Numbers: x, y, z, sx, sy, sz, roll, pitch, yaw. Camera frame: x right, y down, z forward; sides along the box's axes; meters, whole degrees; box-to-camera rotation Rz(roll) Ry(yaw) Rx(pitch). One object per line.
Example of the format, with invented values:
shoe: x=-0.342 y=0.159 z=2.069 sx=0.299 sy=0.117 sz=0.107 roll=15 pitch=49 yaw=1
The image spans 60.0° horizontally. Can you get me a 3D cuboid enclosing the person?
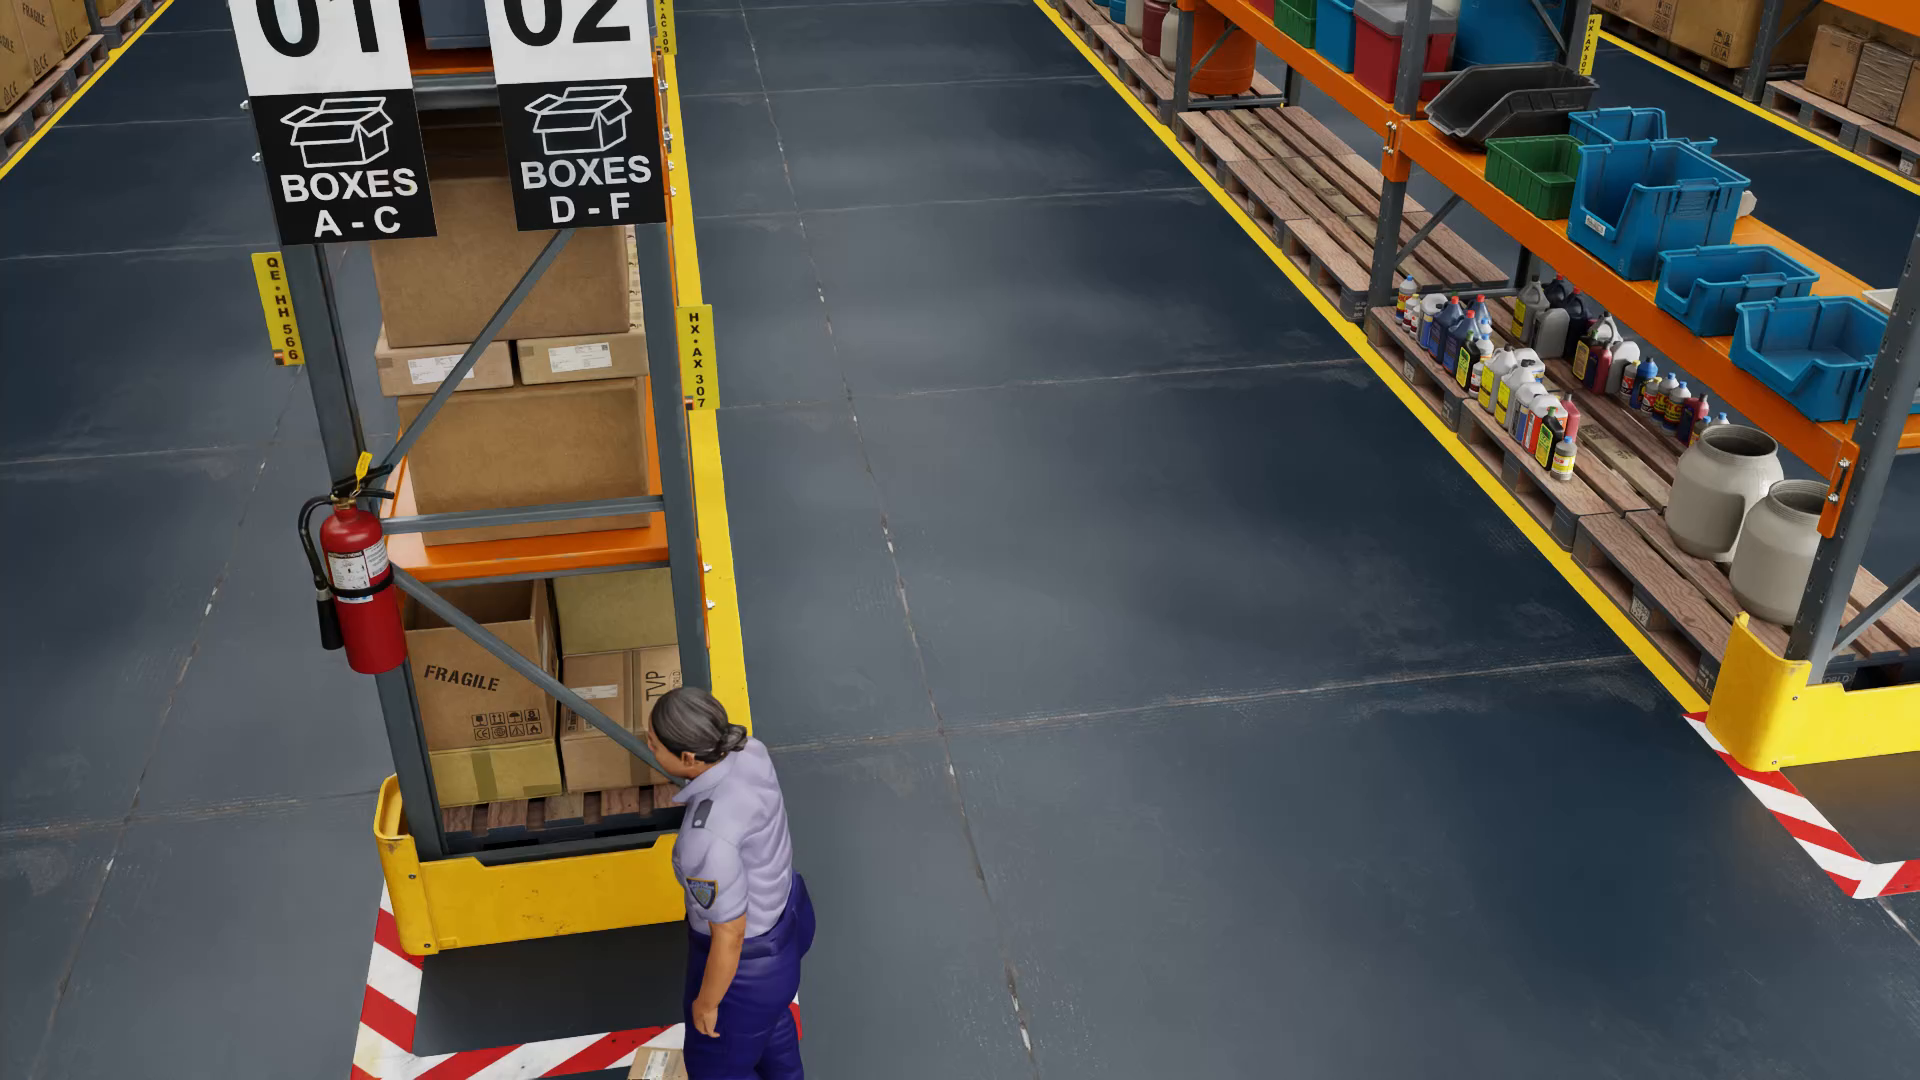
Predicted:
person: x=-0.581 y=1.056 z=4.373 sx=0.370 sy=1.651 sz=0.543 roll=4 pitch=31 yaw=7
